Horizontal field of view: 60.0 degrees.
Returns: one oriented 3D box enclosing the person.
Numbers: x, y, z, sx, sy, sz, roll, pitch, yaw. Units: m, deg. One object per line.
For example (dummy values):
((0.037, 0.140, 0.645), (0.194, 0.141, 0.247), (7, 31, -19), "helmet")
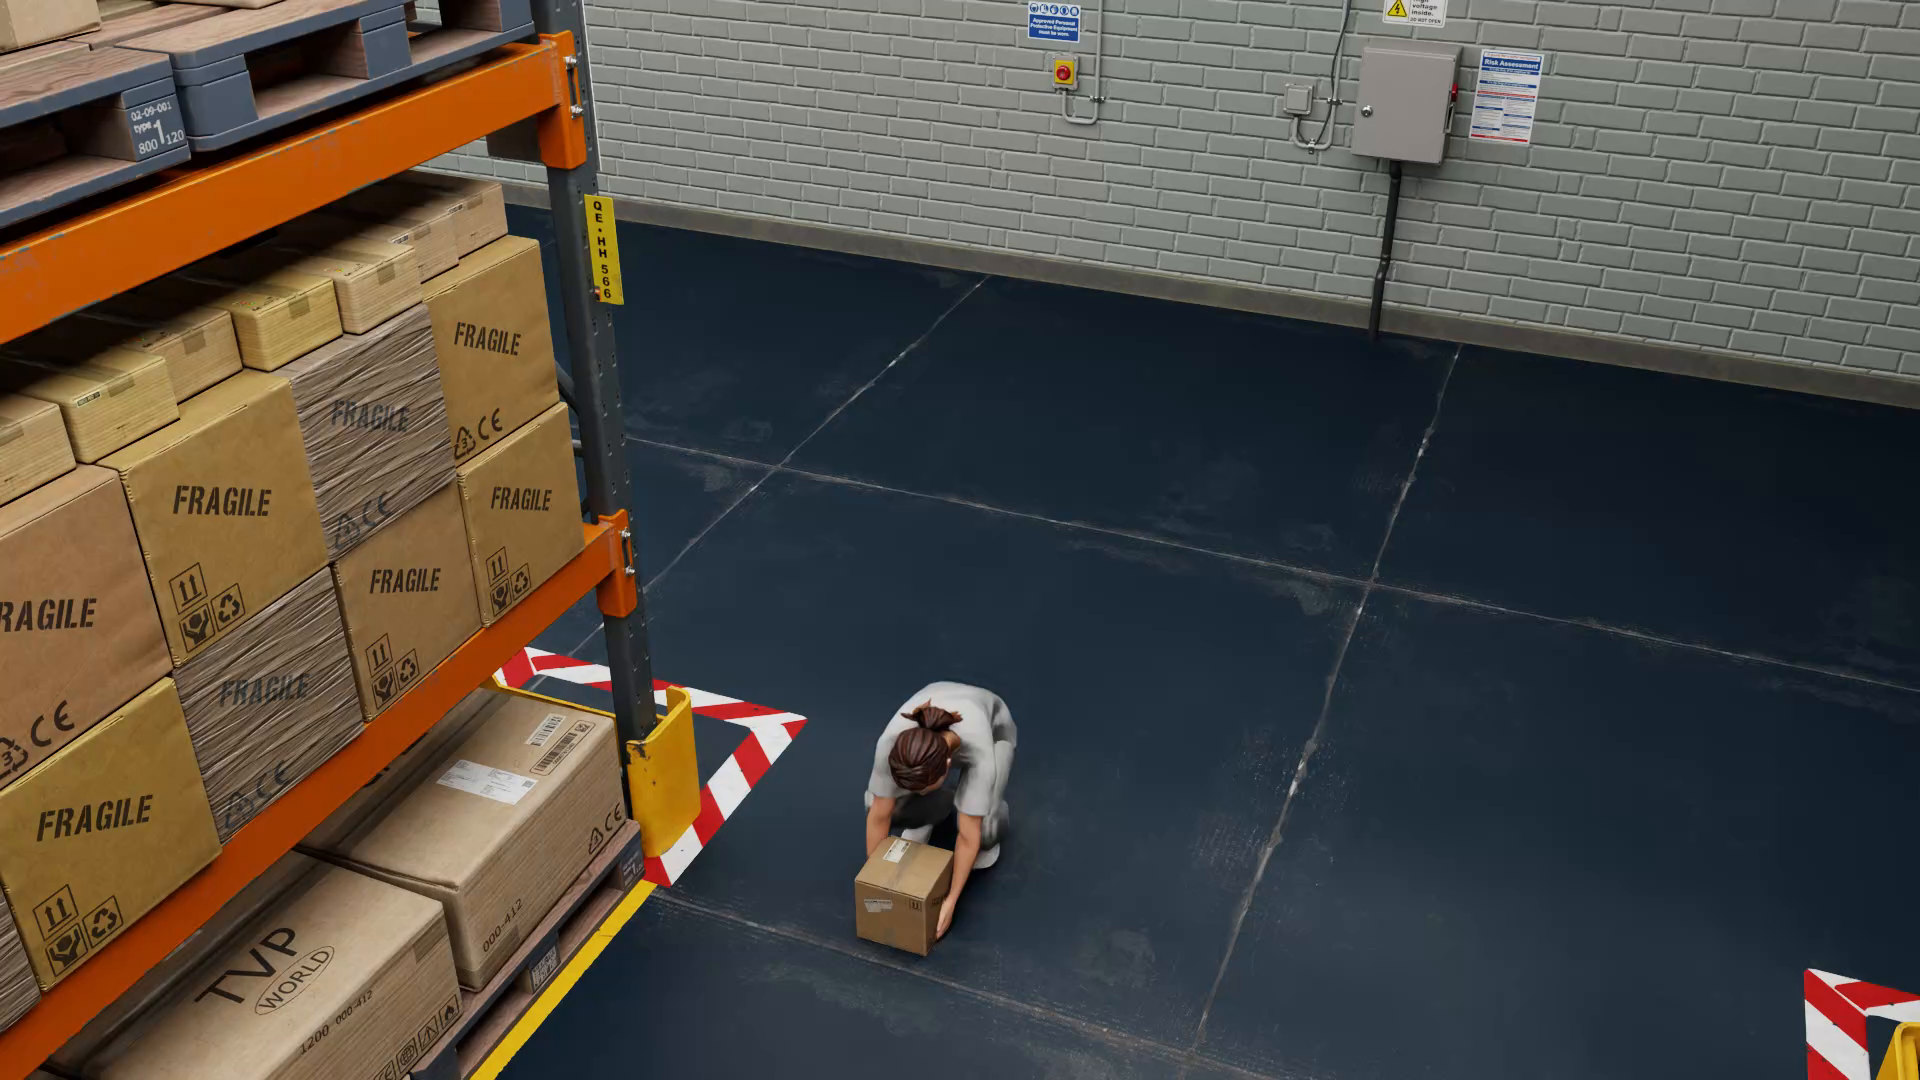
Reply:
((-0.061, 0.803, 5.644), (0.478, 0.803, 0.807), (11, 32, 19), "person")
